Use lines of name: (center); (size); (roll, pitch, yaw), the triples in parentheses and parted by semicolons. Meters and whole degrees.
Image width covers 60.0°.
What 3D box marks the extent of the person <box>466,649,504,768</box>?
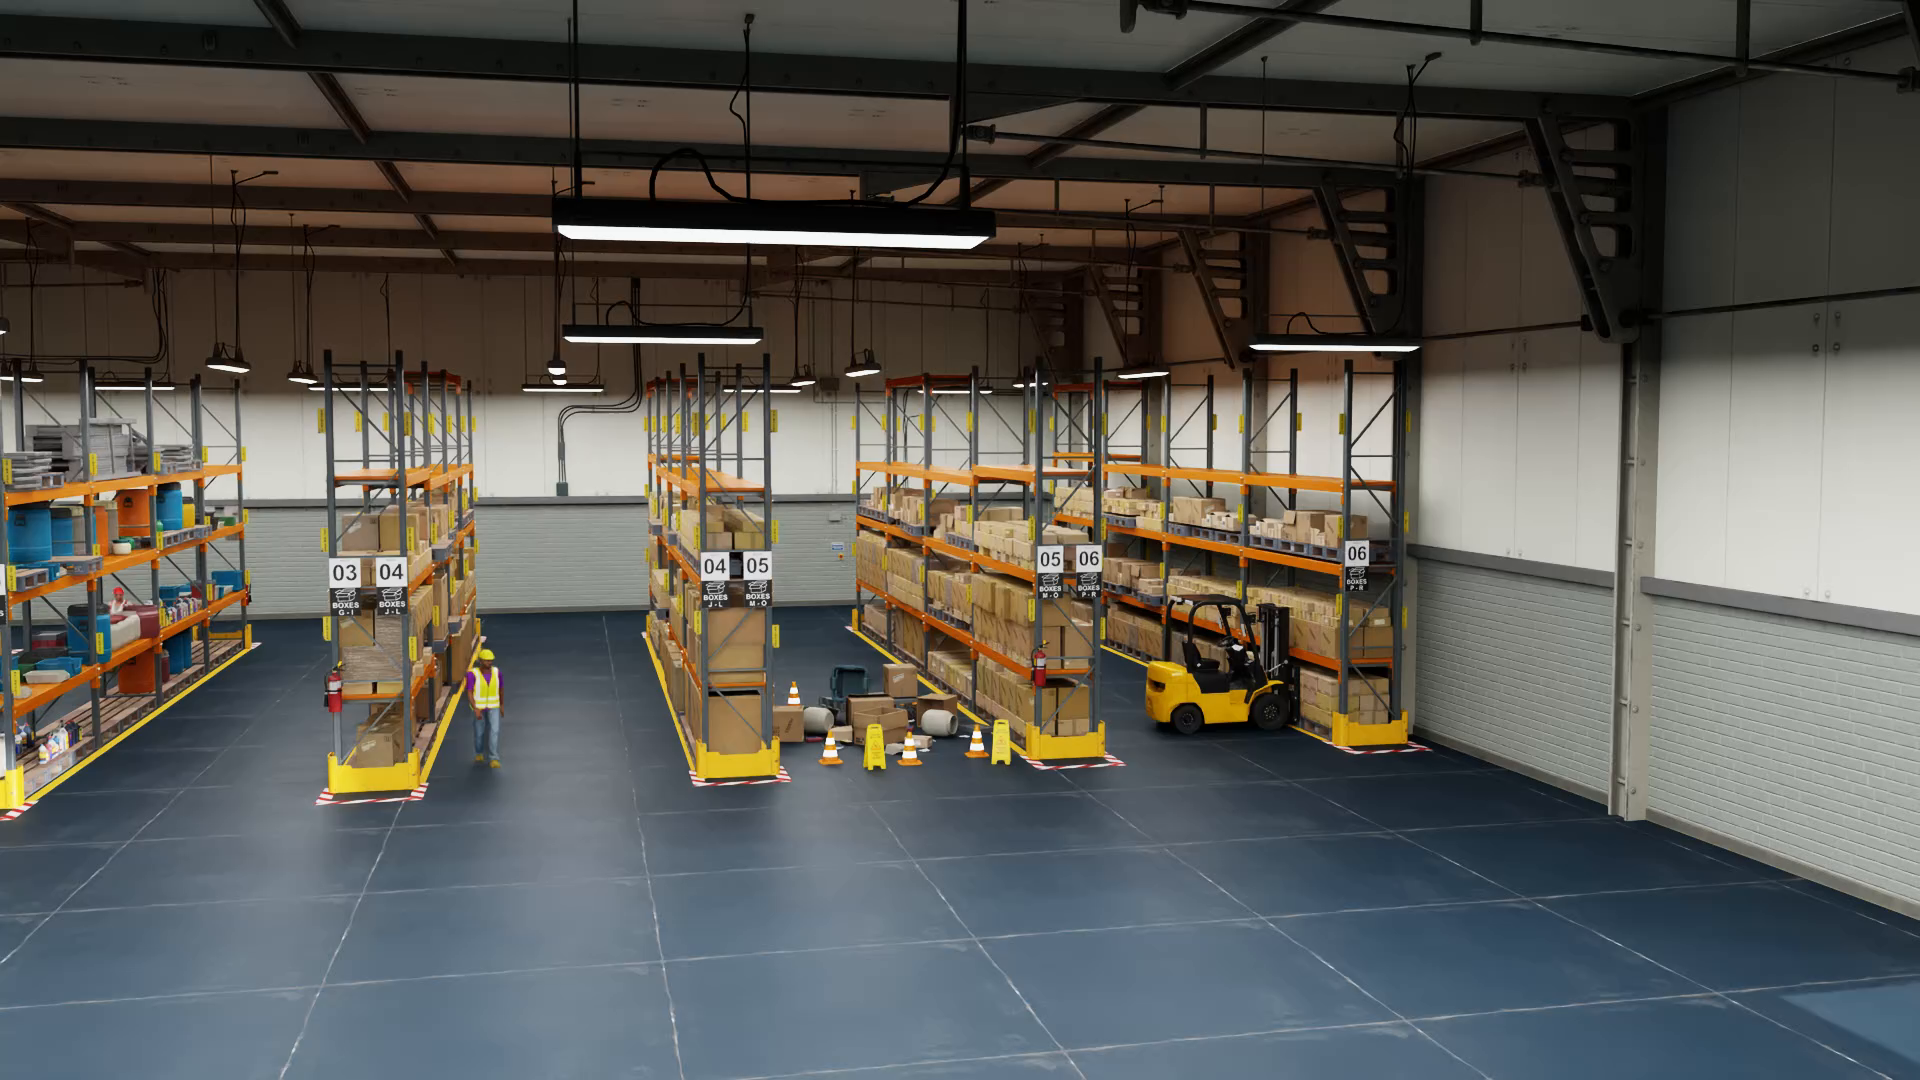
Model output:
person: (-6.893, 2.444, 24.256); (0.584, 1.703, 1.023); (-2, 4, -28)

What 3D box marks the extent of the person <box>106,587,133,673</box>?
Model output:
person: (-16.999, 1.802, 33.597); (0.525, 1.716, 1.091); (0, 4, 2)
